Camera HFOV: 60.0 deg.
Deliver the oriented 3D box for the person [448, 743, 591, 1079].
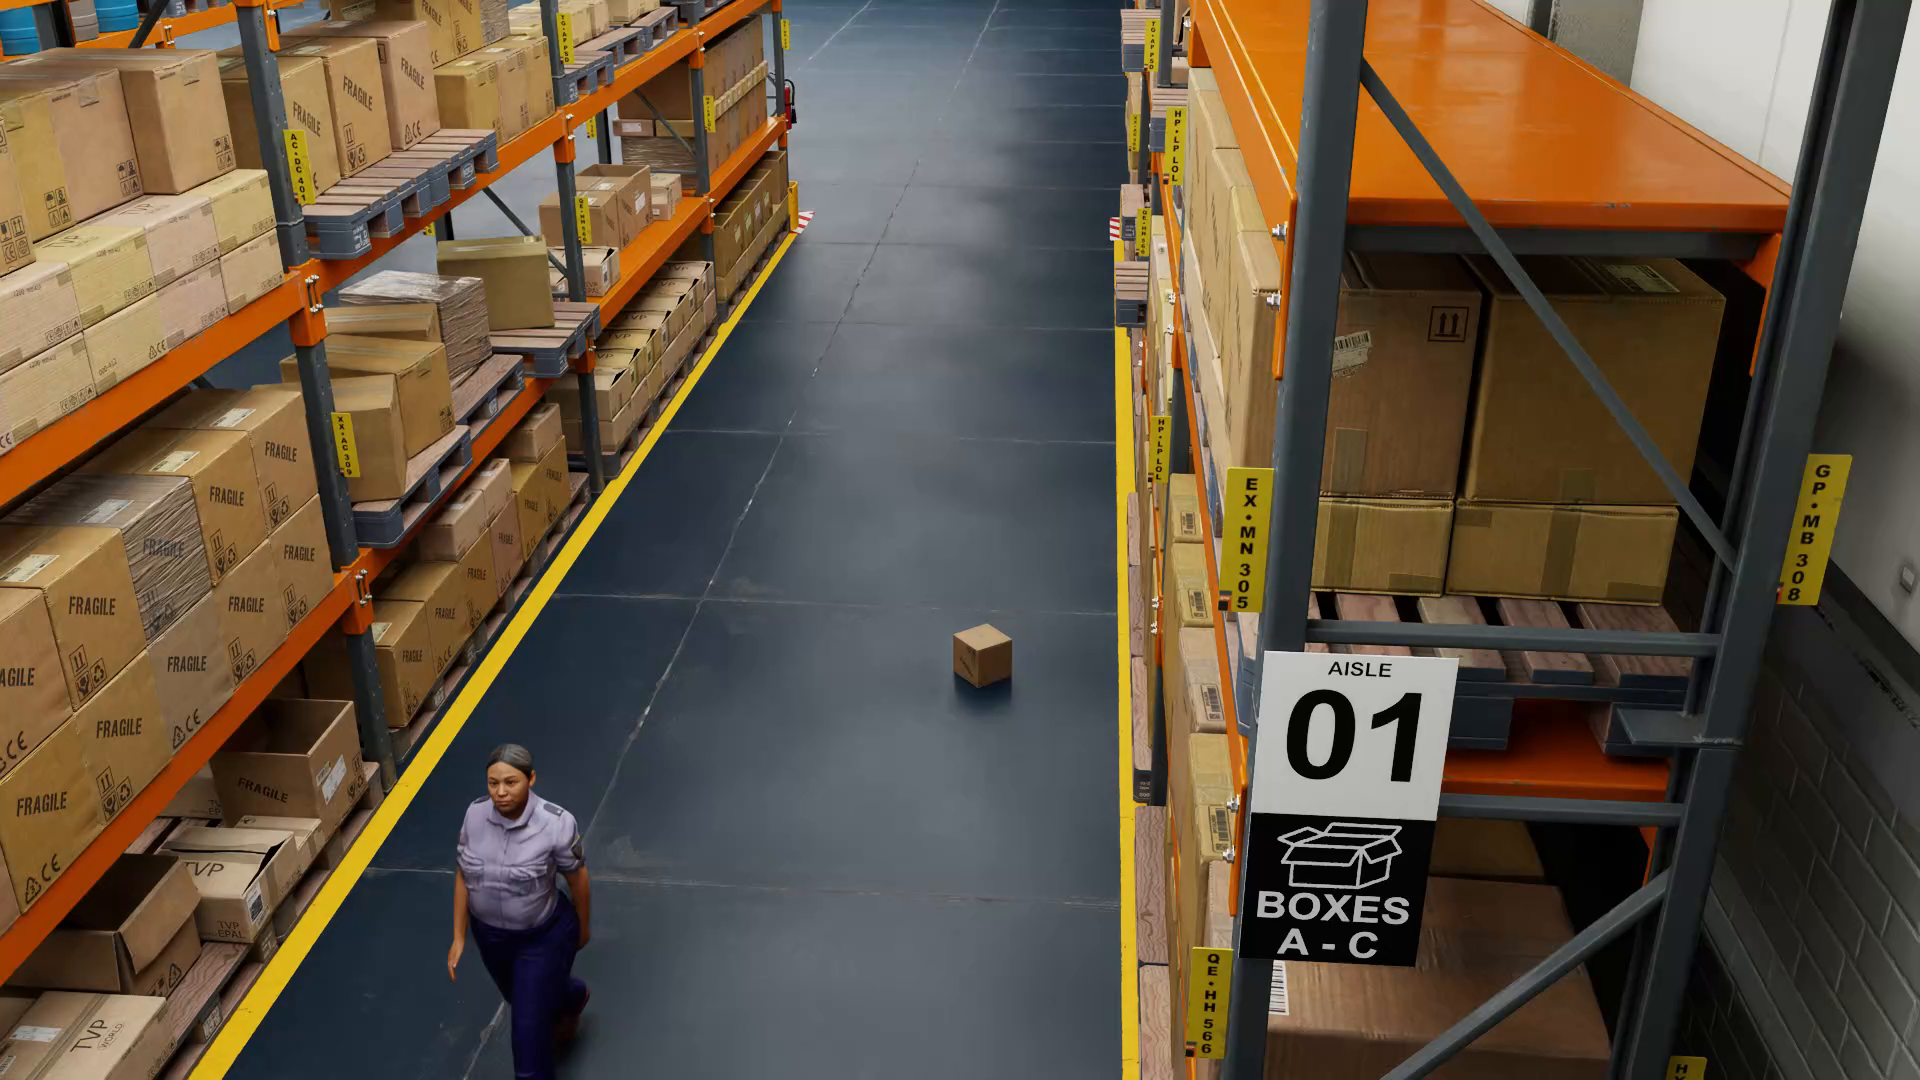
[{"bbox_3d":[-1.676,1.497,6.362,0.472,1.595,0.977,8,26,16],"label":"person"}]
